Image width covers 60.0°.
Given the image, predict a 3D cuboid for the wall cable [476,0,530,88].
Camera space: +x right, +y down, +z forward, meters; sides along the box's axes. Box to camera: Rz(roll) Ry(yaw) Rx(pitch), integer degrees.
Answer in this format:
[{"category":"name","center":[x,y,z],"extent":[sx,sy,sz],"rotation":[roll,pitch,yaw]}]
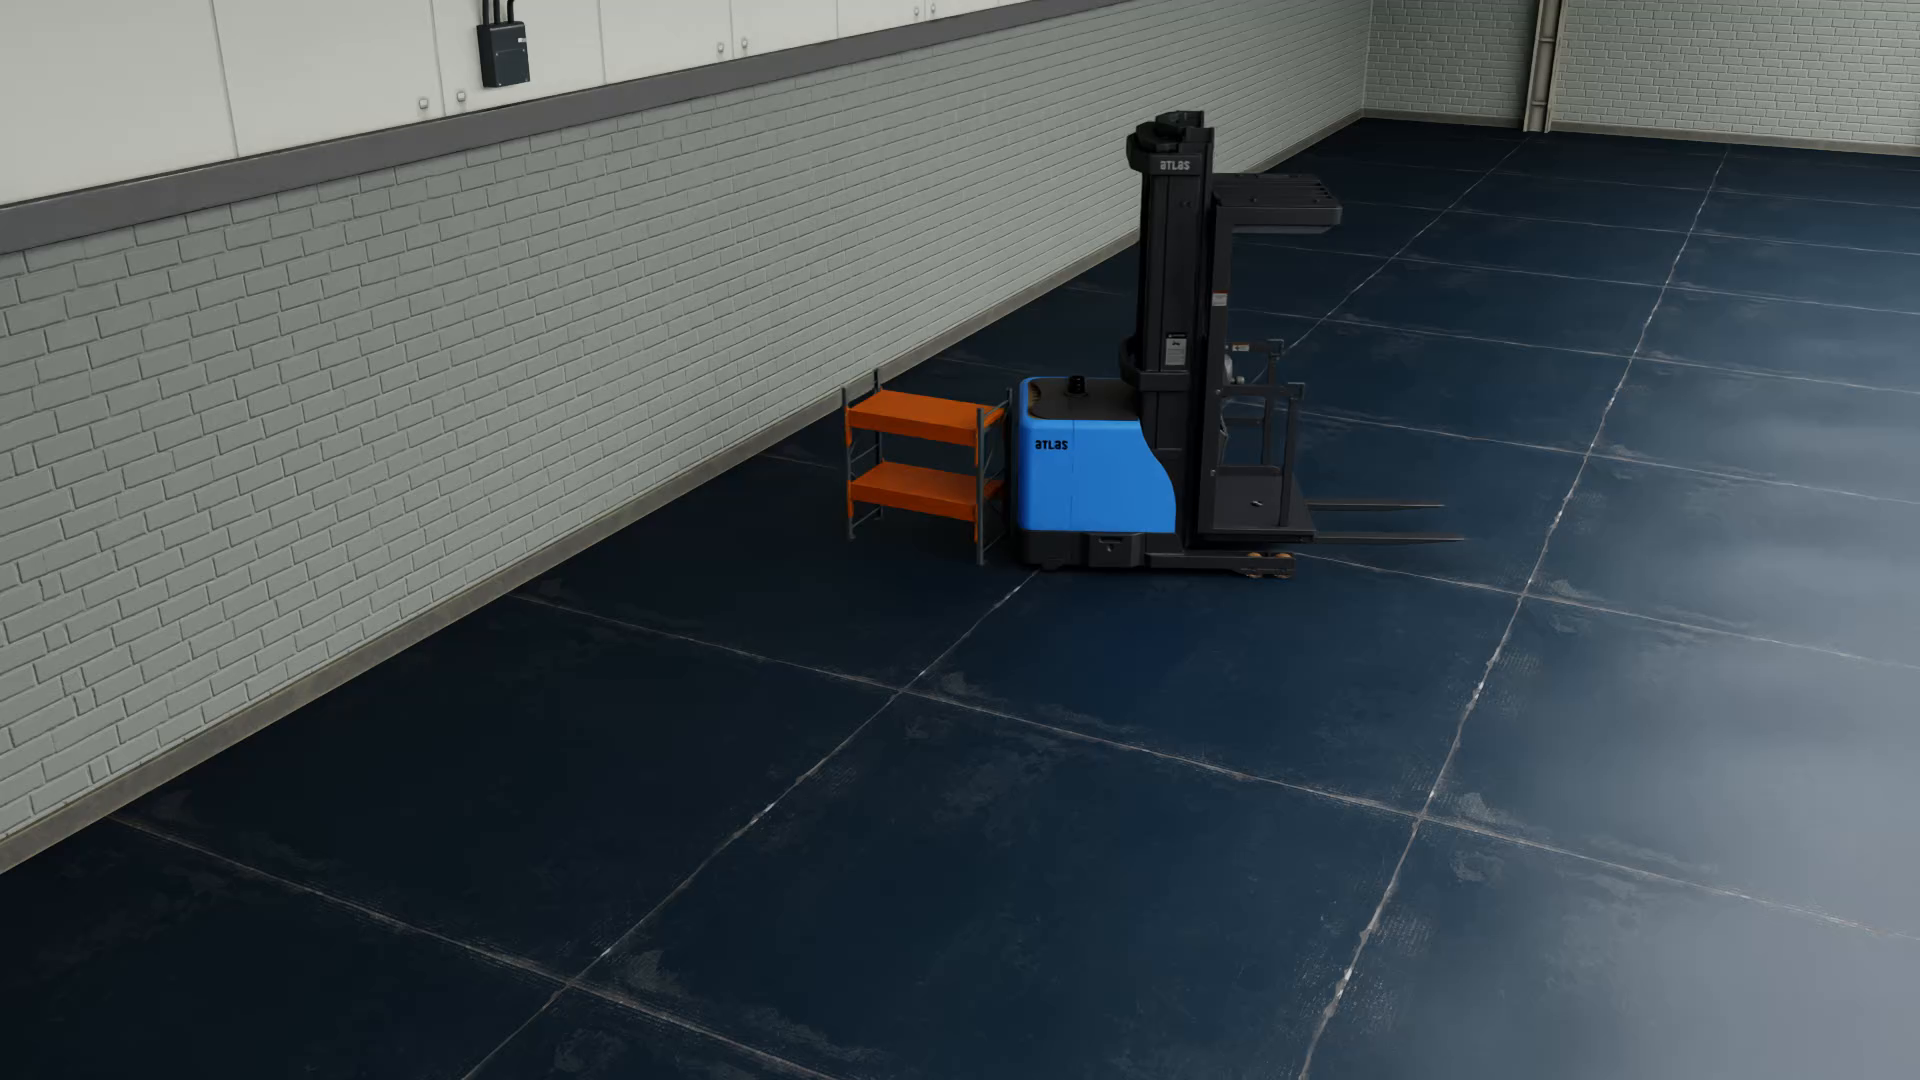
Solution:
[{"category":"wall cable","center":[-2.275,-5.868,9.705],"extent":[0.169,6.003,2.305],"rotation":[11,25,25]}]

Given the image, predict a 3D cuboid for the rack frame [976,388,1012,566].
[{"category":"rack frame","center":[0.232,-0.429,11.322],"extent":[0.032,1.125,0.500],"rotation":[11,25,24]}]

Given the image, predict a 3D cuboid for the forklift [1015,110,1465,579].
[{"category":"forklift","center":[1.902,-1.304,11.071],"extent":[3.031,2.935,1.130],"rotation":[1,23,2]}]

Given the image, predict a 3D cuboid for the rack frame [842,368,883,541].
[{"category":"rack frame","center":[-0.684,-0.602,11.728],"extent":[0.032,1.125,0.500],"rotation":[11,25,24]}]

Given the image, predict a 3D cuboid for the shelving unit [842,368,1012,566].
[{"category":"shelving unit","center":[-0.226,-0.516,11.525],"extent":[1.048,1.125,0.538],"rotation":[11,25,24]}]

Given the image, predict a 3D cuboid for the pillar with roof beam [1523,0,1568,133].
[{"category":"pillar with roof beam","center":[7.730,-9.506,22.605],"extent":[0.400,9.000,9.100],"rotation":[11,25,25]}]

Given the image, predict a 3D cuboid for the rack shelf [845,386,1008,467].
[{"category":"rack shelf","center":[-0.226,-0.785,11.411],"extent":[1.000,0.278,0.538],"rotation":[11,25,24]}]

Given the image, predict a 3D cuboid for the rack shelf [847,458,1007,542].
[{"category":"rack shelf","center":[-0.226,-0.291,11.621],"extent":[1.000,0.278,0.538],"rotation":[11,25,24]}]
